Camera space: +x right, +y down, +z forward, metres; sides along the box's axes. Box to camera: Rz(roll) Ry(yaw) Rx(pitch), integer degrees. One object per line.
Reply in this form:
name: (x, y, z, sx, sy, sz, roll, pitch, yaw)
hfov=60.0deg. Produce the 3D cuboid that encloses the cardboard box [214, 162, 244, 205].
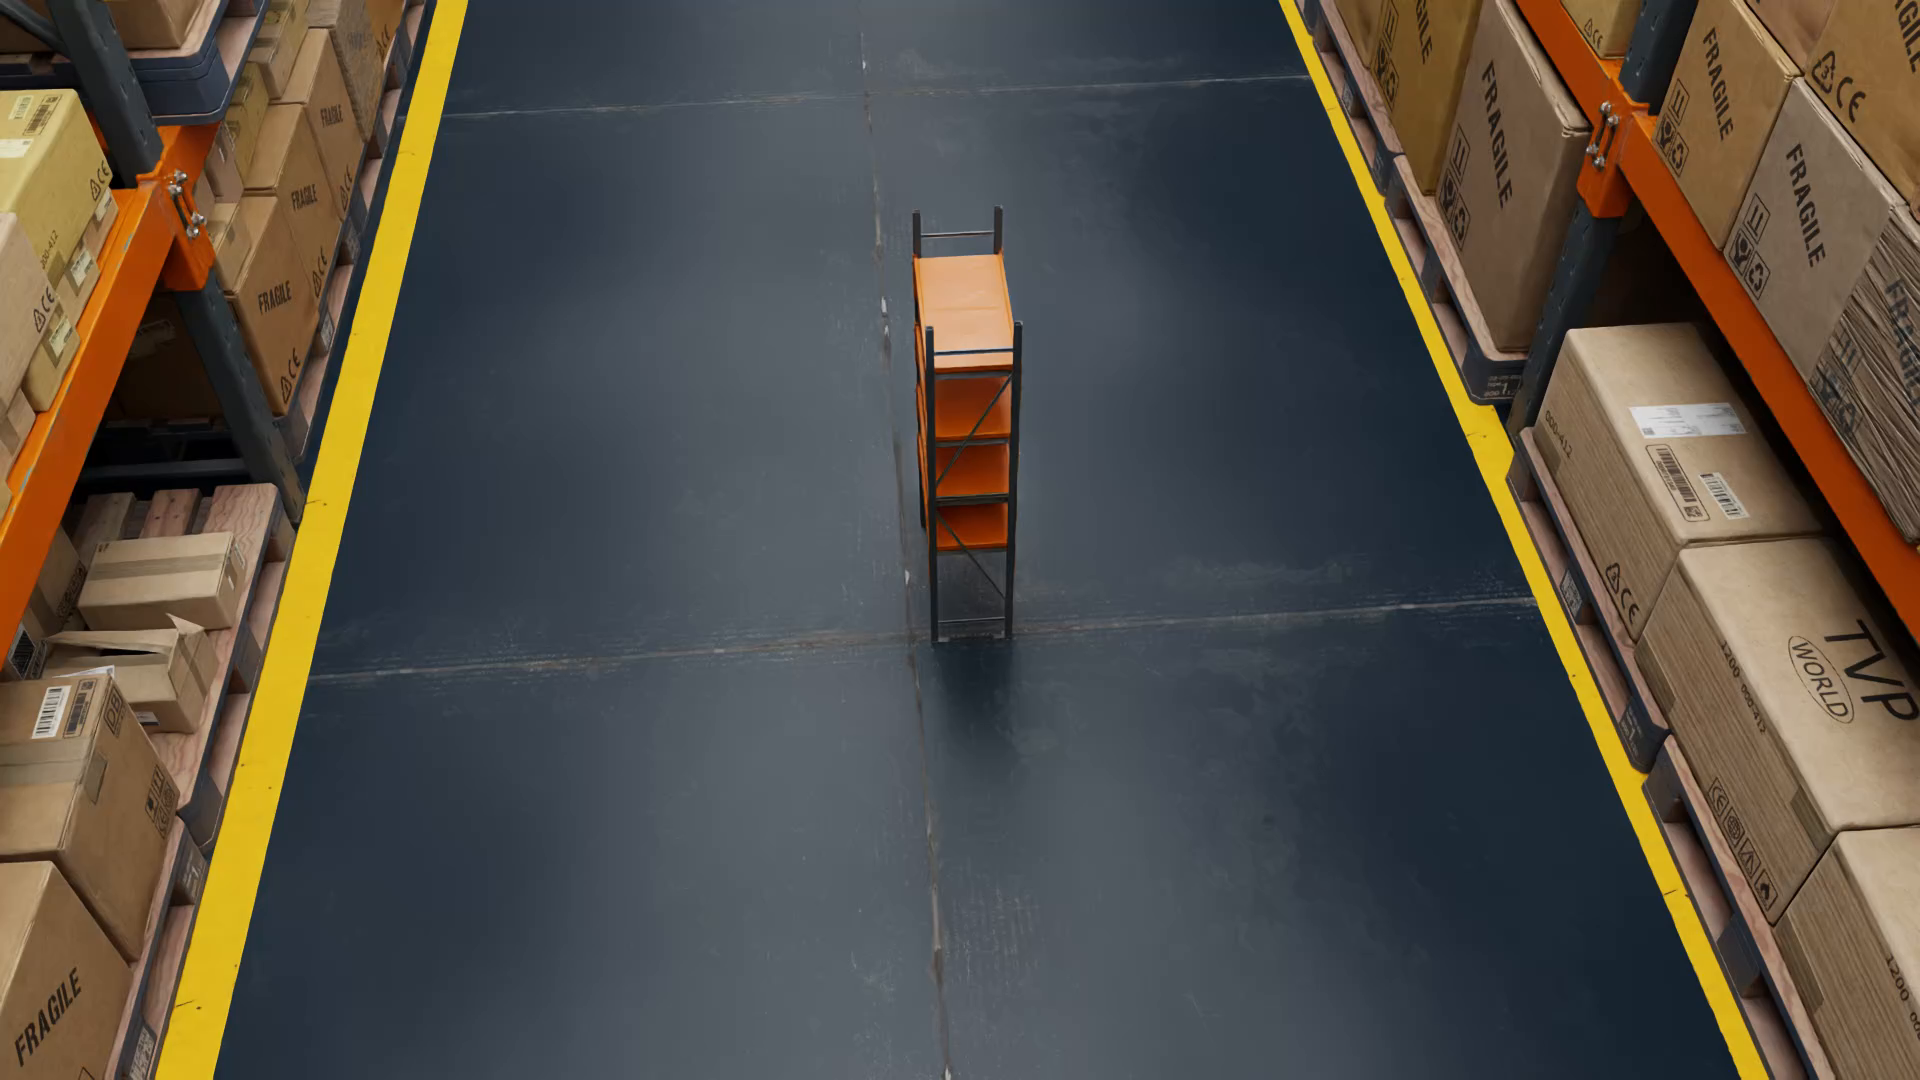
cardboard box: (-2.471, -1.073, 5.186, 0.380, 0.149, 0.250, -5, 47, -4)

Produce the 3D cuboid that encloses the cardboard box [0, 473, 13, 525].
cardboard box: (-2.194, -0.044, 3.399, 0.380, 0.149, 0.250, -4, 47, -4)

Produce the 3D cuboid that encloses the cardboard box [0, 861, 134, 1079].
cardboard box: (-2.205, 1.058, 3.615, 0.500, 0.500, 0.500, -3, 47, -3)

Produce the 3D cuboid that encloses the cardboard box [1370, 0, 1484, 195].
cardboard box: (2.125, -1.909, 6.166, 0.875, 0.875, 0.875, -2, 47, -2)

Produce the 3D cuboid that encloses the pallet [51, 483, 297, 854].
pallet: (-2.549, 0.362, 4.762, 1.003, 0.211, 1.213, -3, 47, -3)

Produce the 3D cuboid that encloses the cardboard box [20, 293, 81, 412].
cardboard box: (-2.238, -0.418, 3.753, 0.380, 0.149, 0.250, -2, 47, -2)

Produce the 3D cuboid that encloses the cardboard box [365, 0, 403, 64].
cardboard box: (-2.613, -2.239, 6.737, 0.500, 0.500, 0.500, -2, 47, -2)

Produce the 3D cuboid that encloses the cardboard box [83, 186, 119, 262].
cardboard box: (-2.327, -0.792, 4.107, 0.380, 0.149, 0.250, -3, 47, -3)

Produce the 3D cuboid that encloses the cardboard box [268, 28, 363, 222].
cardboard box: (-2.514, -1.488, 6.026, 0.500, 0.500, 0.500, -5, 47, -4)

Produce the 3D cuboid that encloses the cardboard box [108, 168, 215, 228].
cardboard box: (-2.431, -0.976, 4.889, 0.380, 0.149, 0.250, -4, 47, -4)

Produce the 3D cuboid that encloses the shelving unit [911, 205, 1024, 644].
shelving unit: (0.014, -0.293, 4.701, 0.258, 1.200, 0.503, -3, 47, -3)

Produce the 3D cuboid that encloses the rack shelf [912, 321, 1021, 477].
rack shelf: (0.014, -0.400, 4.587, 0.258, 0.148, 0.480, -3, 47, -3)

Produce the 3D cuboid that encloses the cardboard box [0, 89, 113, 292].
cardboard box: (-2.320, -0.791, 3.832, 0.500, 0.250, 0.500, -2, 47, -2)

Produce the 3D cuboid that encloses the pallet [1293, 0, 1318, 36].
pallet: (1.996, -2.758, 7.717, 1.003, 0.211, 1.213, -3, 47, -3)

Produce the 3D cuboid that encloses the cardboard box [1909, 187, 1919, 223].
cardboard box: (2.206, -0.680, 3.070, 0.500, 0.500, 0.500, -3, 47, -3)

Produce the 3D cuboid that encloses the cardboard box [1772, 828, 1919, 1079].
cardboard box: (2.435, 1.099, 3.618, 0.875, 0.438, 0.875, -2, 47, -2)

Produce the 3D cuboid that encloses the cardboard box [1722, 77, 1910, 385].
cardboard box: (2.157, -0.713, 3.790, 0.500, 0.500, 0.500, -3, 47, -3)

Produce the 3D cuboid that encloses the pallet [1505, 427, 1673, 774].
pallet: (2.326, 0.116, 4.995, 1.003, 0.211, 1.213, -3, 47, -3)

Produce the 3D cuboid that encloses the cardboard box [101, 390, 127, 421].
cardboard box: (-2.942, -0.716, 5.294, 0.500, 0.500, 0.500, -4, 47, -3)

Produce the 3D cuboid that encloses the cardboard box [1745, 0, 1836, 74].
cardboard box: (2.139, -1.417, 3.769, 0.500, 0.500, 0.500, -3, 47, -3)

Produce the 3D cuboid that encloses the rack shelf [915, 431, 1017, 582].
rack shelf: (0.014, -0.110, 4.894, 0.258, 0.148, 0.480, -3, 47, -3)

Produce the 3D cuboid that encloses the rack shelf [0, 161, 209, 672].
rack shelf: (-2.438, 0.601, 3.111, 1.077, 0.370, 4.000, -3, 47, -3)

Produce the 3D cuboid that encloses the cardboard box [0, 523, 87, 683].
cardboard box: (-2.786, 0.179, 4.577, 0.500, 0.311, 0.500, -2, 47, -2)

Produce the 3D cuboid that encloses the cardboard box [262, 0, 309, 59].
cardboard box: (-2.542, -1.818, 5.892, 0.380, 0.149, 0.250, -2, 47, -2)

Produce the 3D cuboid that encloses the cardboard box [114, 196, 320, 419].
cardboard box: (-2.422, -0.742, 5.319, 0.500, 0.500, 0.500, -2, 47, -2)

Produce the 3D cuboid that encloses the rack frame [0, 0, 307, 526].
rack frame: (-2.606, -1.094, 4.220, 1.000, 3.000, 0.127, -3, 47, -3)

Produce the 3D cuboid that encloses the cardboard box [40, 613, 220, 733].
cardboard box: (-2.237, 0.345, 4.451, 0.396, 0.266, 0.258, -2, 47, -2)

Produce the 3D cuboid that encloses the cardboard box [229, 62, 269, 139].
cardboard box: (-2.540, -1.456, 5.548, 0.380, 0.149, 0.250, -4, 47, -4)

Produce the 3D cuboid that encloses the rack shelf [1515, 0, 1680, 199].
rack shelf: (2.173, -2.598, 6.140, 1.077, 0.370, 4.000, -3, 47, -3)

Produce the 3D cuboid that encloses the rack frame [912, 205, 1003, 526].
rack frame: (-0.007, -0.469, 4.868, 0.240, 1.200, 0.015, -3, 47, -3)

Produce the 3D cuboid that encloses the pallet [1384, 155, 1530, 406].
pallet: (2.200, -0.993, 6.045, 1.003, 0.211, 1.213, -3, 47, -3)

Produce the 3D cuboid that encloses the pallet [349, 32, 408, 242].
pallet: (-2.817, -1.606, 6.626, 1.003, 0.211, 1.213, -3, 47, -3)

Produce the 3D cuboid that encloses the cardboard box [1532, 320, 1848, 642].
cardboard box: (2.286, -0.201, 4.850, 0.875, 0.438, 0.875, -4, 47, -4)

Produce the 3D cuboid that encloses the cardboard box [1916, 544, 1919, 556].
cardboard box: (2.235, 0.020, 3.096, 0.500, 0.500, 0.500, -2, 47, -2)
